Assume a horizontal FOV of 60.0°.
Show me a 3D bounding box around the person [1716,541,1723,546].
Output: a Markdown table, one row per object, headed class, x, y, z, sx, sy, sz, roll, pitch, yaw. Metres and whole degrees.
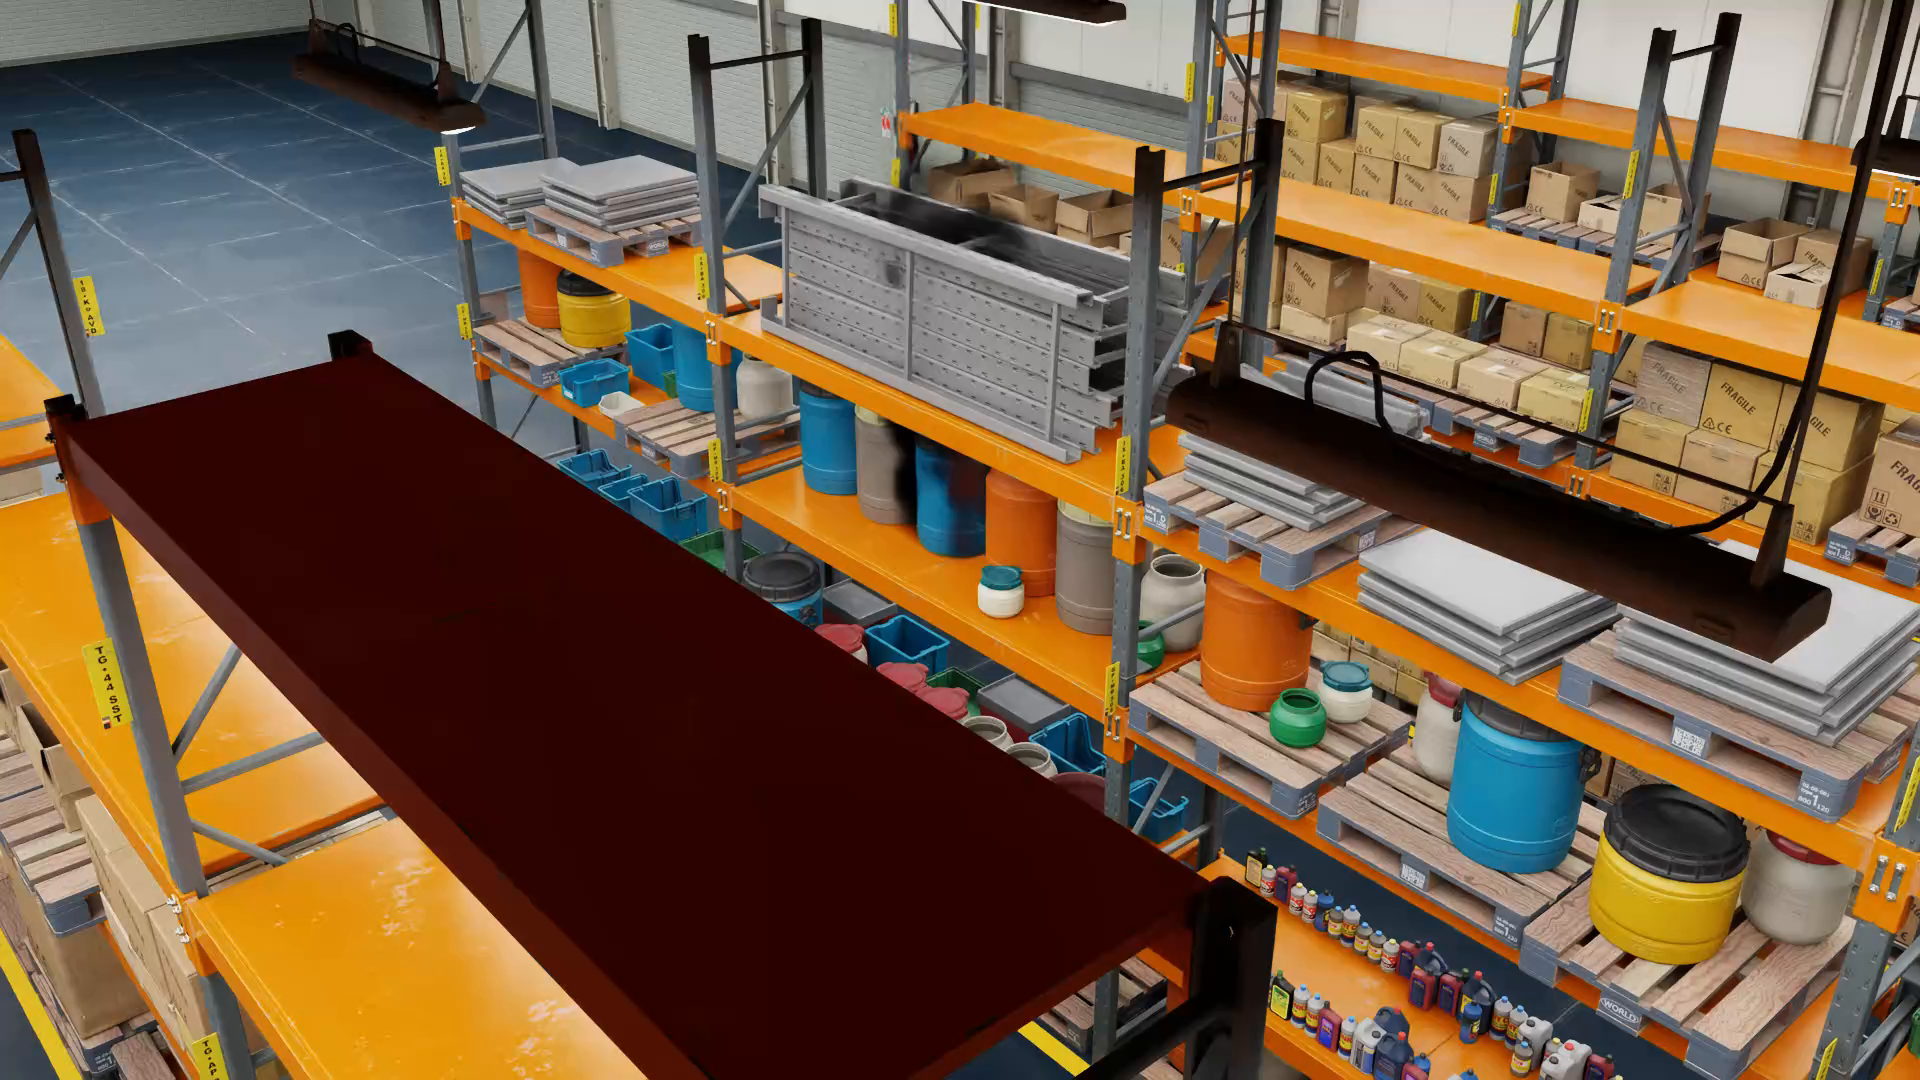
| class | x | y | z | sx | sy | sz | roll | pitch | yaw |
| --- | --- | --- | --- | --- | --- | --- | --- | --- | --- |
| person | 6.704 | 0.516 | 14.797 | 0.590 | 1.682 | 0.695 | -23 | 35 | -37 |
